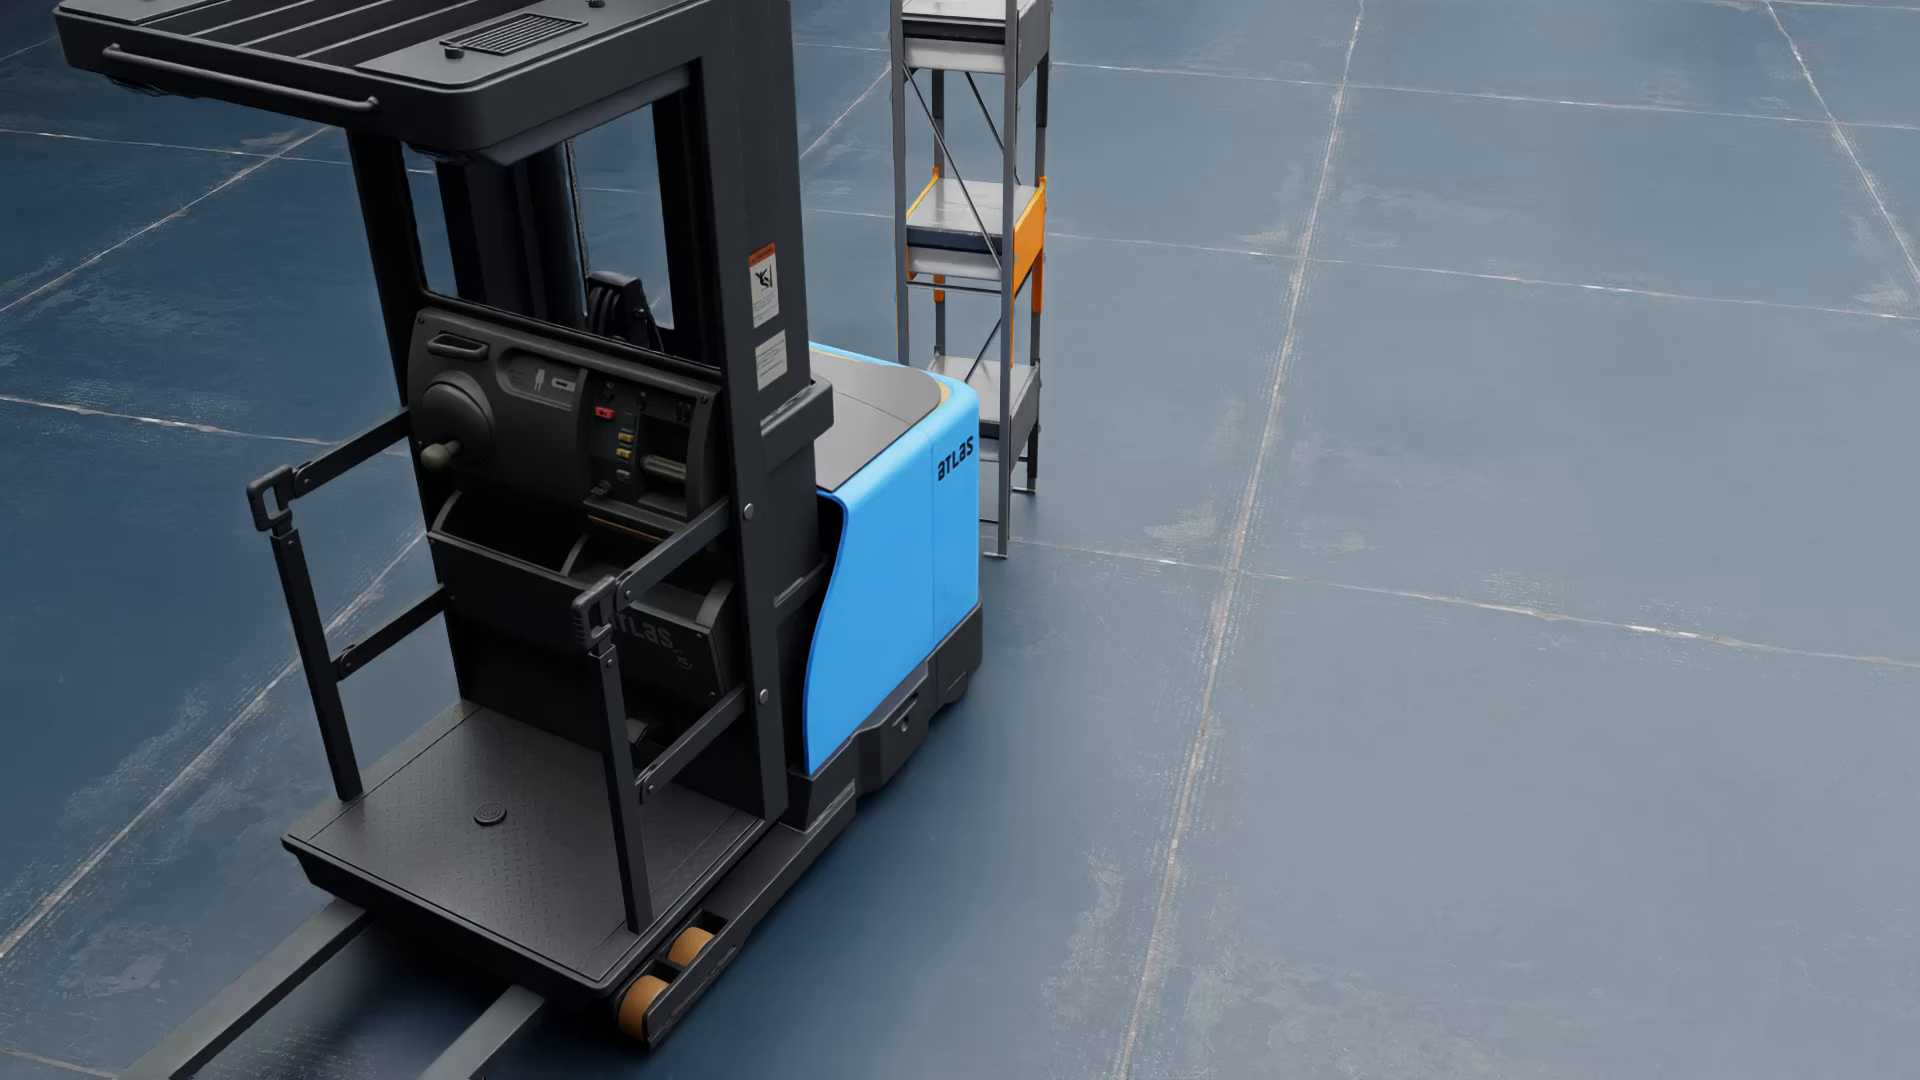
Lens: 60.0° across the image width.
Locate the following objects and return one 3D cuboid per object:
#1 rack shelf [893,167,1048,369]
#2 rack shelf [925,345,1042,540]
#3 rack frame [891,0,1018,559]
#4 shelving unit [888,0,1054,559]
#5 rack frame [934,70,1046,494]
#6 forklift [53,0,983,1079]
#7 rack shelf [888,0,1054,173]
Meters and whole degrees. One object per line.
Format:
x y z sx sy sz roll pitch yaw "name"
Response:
0.042 -0.960 5.829 0.431 0.518 0.480 8 33 12 "rack shelf"
0.042 -0.370 6.205 0.431 0.518 0.480 8 33 12 "rack shelf"
-0.020 -0.845 5.623 0.400 2.100 0.015 8 33 12 "rack frame"
0.042 -0.972 5.822 0.431 2.100 0.503 8 33 12 "shelving unit"
0.104 -1.099 6.021 0.400 2.100 0.015 8 33 12 "rack frame"
-1.086 -0.238 3.892 1.130 2.935 3.031 17 36 24 "forklift"
0.042 -1.551 5.454 0.431 0.518 0.480 8 33 12 "rack shelf"
